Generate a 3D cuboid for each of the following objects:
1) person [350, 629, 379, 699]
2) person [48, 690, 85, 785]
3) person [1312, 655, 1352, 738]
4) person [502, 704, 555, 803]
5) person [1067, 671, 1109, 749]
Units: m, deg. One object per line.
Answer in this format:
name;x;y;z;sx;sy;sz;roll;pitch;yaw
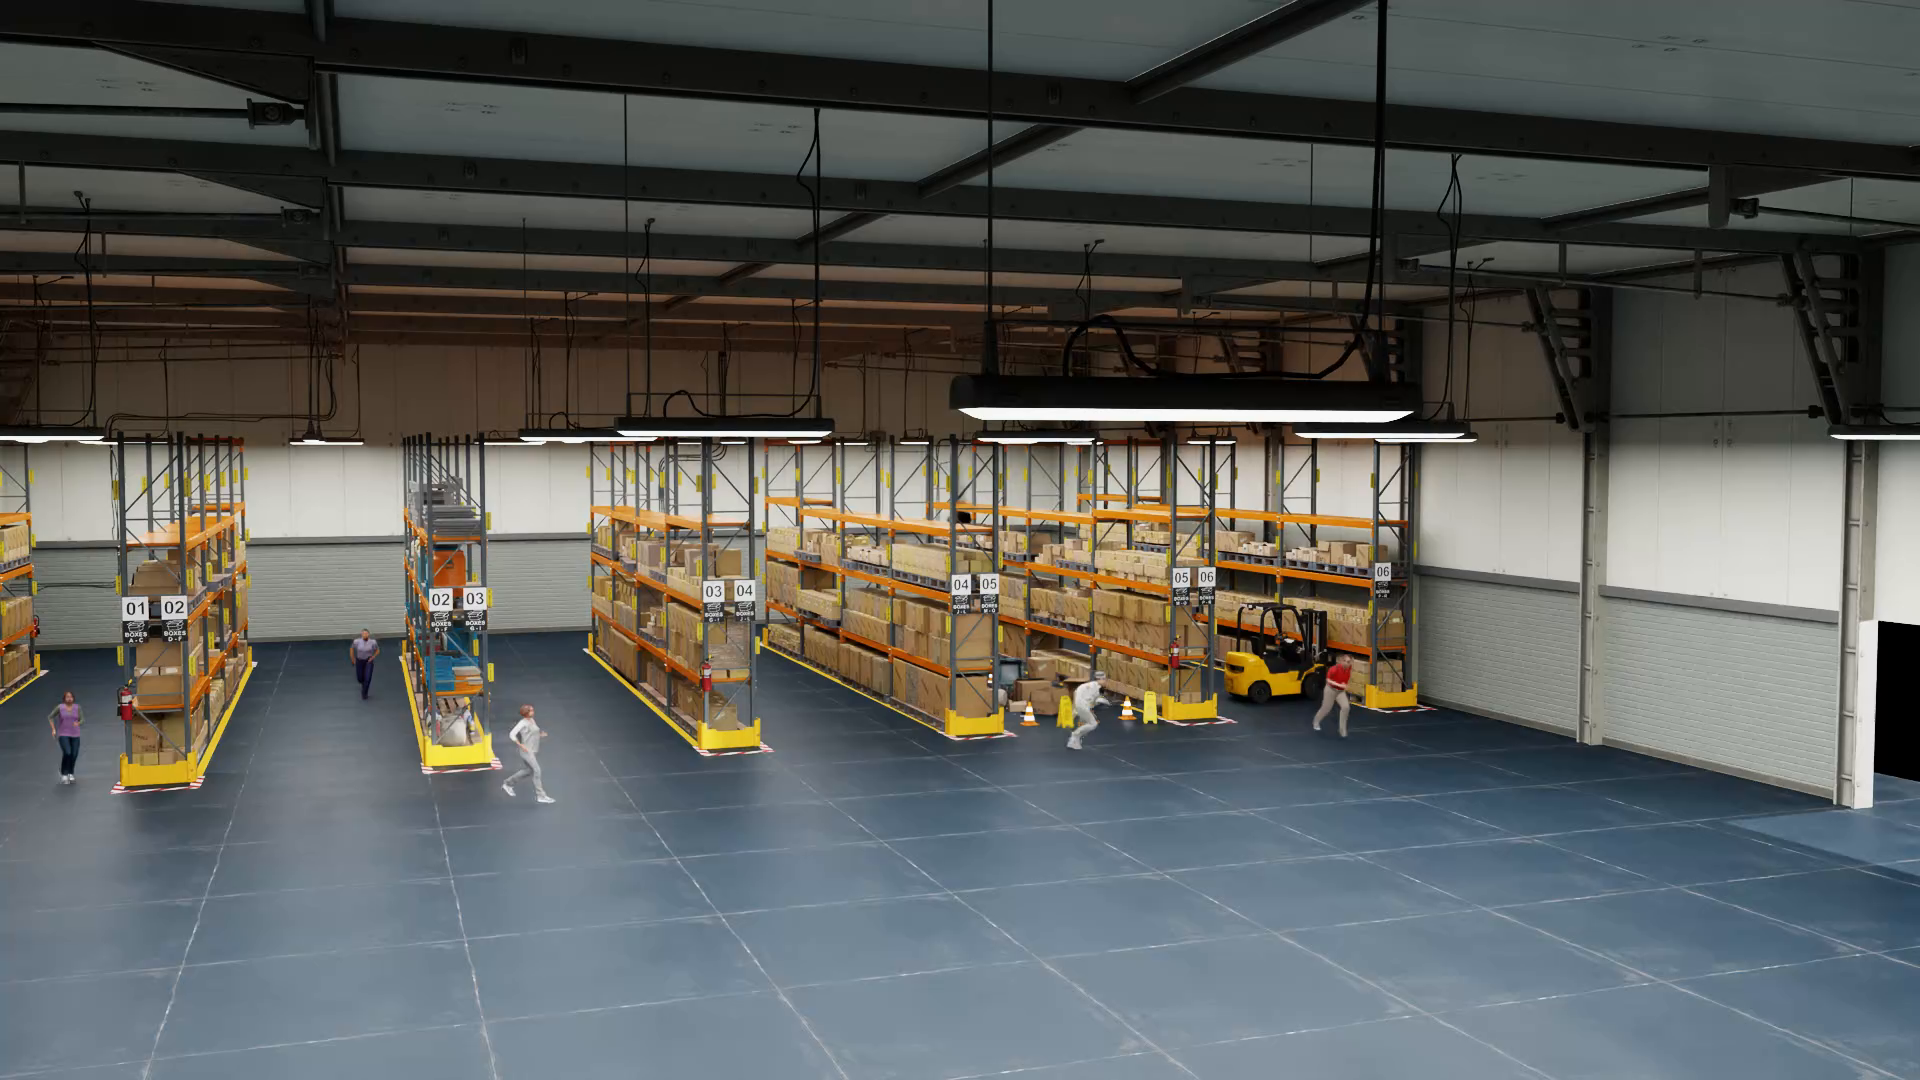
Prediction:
person;-13.645;2.836;38.131;0.639;1.611;0.665;-1;3;-16
person;-15.140;3.353;28.243;0.508;1.593;0.663;-3;4;-42
person;7.442;3.100;33.194;0.707;1.697;1.007;-2;4;-32
person;-6.953;3.424;26.744;0.878;1.581;0.541;0;3;4
person;2.413;3.231;31.481;0.815;1.498;0.634;1;3;19
